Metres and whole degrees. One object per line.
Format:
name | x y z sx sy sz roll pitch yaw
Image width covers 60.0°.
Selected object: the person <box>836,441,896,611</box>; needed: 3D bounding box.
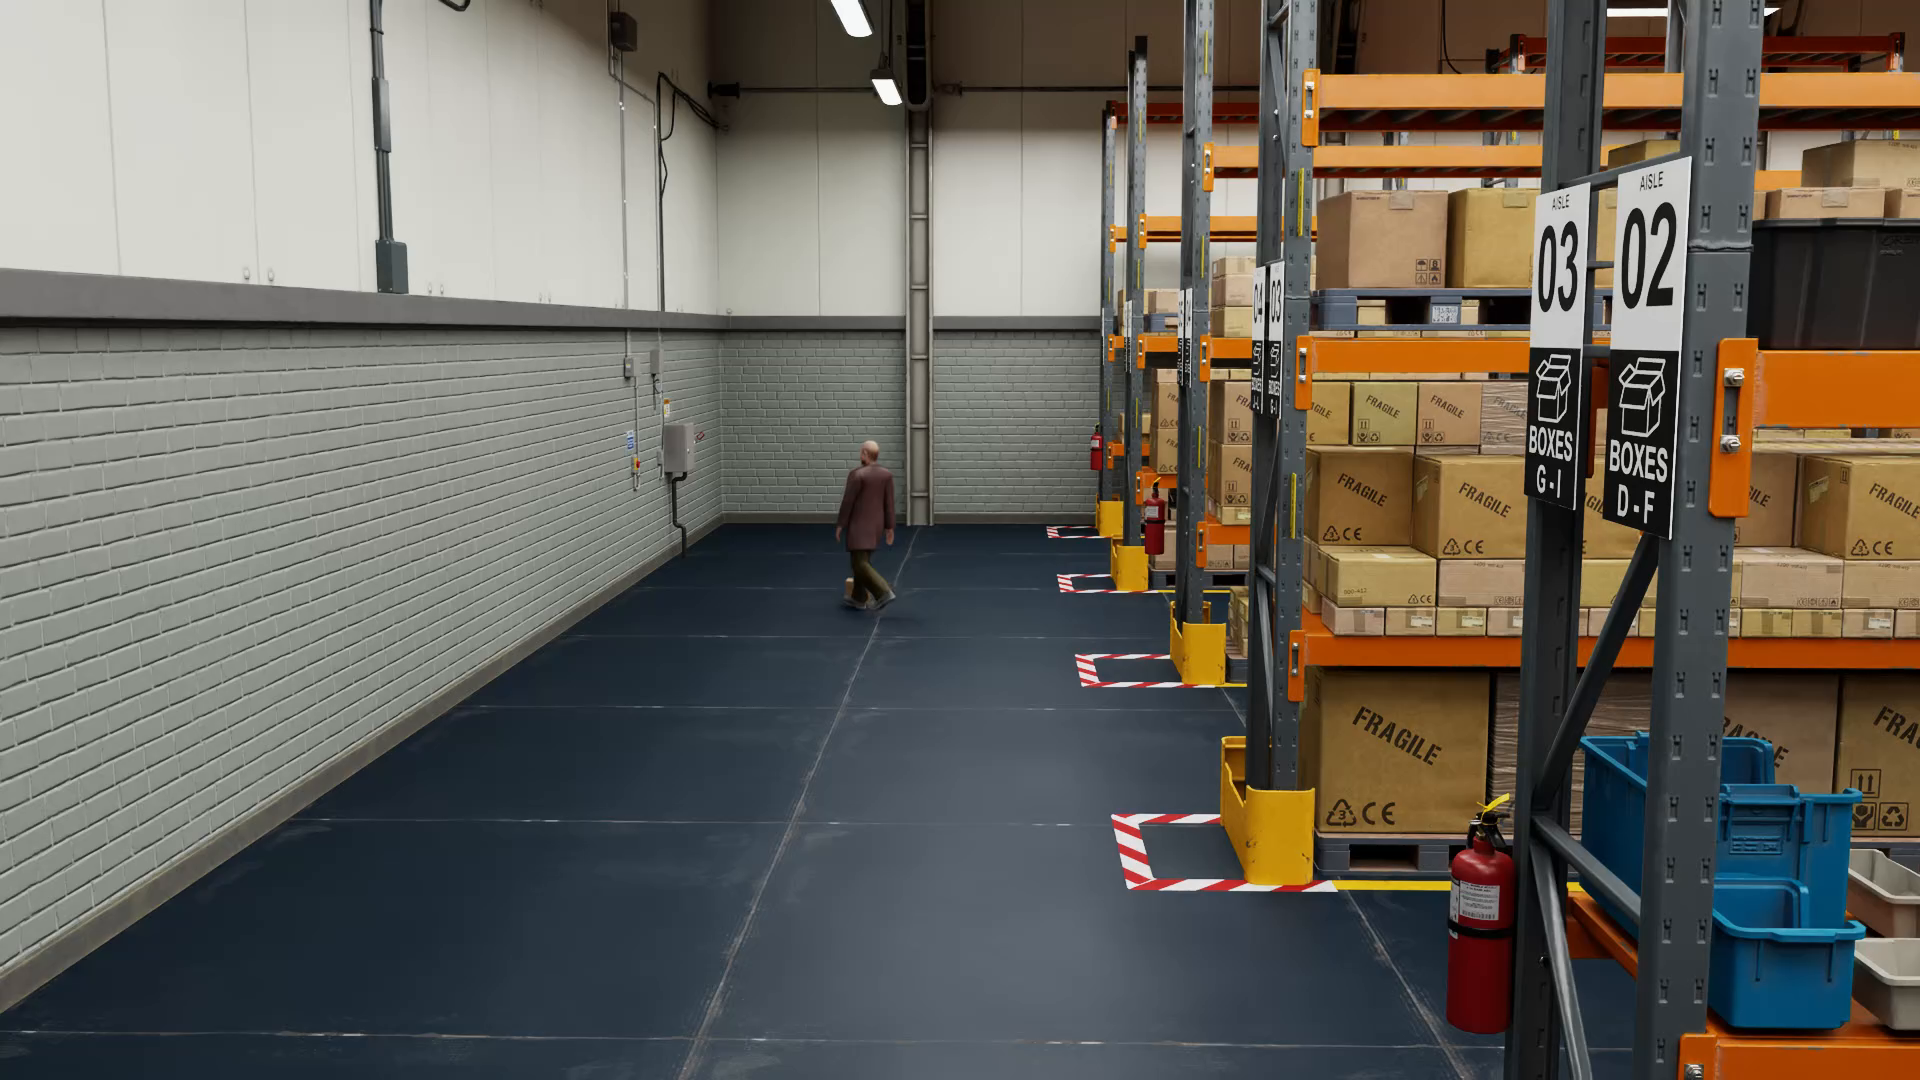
person | -0.944 -0.131 16.907 0.998 1.750 0.619 7 10 44
